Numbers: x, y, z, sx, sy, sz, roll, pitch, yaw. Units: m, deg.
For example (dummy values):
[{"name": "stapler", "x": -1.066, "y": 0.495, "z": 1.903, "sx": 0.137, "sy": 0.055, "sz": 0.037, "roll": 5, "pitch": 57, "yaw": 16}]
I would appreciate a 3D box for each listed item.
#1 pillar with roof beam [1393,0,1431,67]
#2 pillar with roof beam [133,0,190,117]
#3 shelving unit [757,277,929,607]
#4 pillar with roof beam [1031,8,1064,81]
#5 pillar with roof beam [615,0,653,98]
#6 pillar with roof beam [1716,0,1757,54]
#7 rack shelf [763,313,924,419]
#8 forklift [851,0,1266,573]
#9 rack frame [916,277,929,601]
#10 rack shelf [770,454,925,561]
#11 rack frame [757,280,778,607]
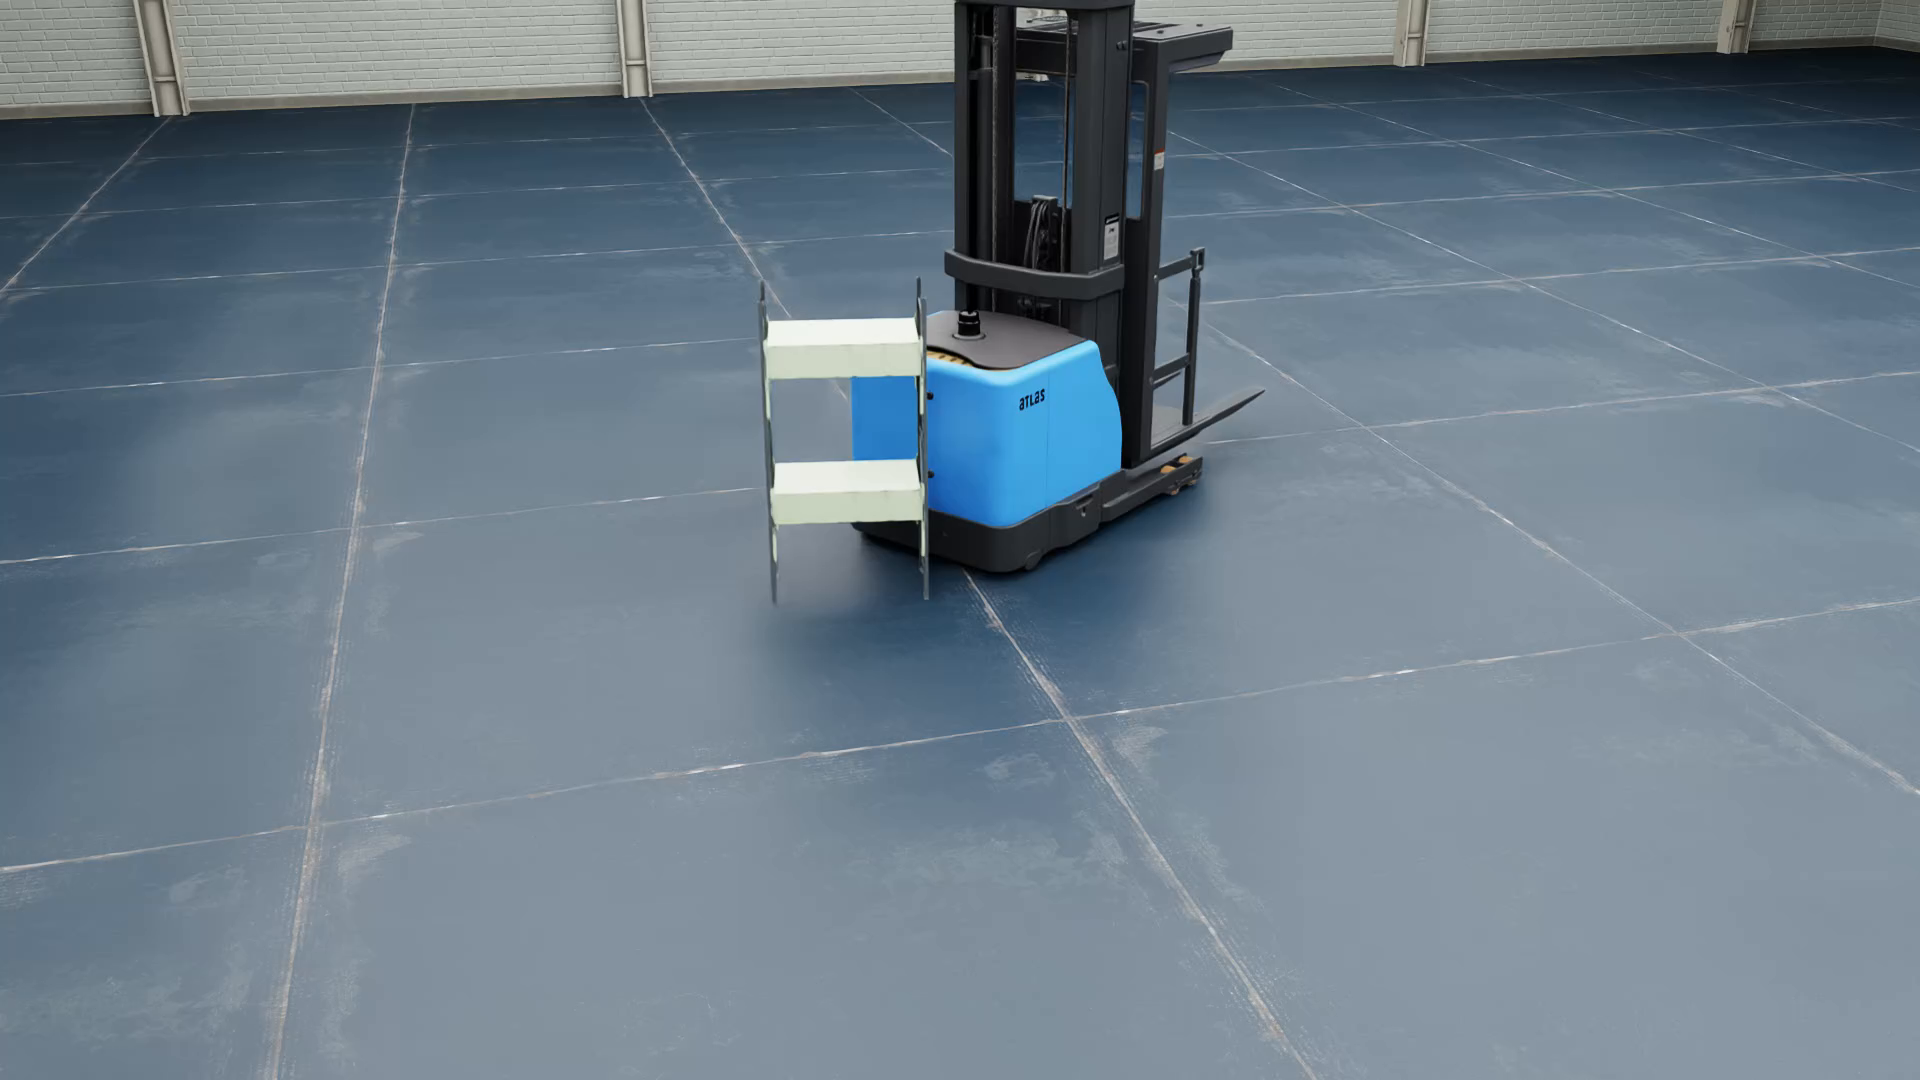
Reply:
[{"name": "pillar with roof beam", "x": 8.218, "y": -9.978, "z": 20.591, "sx": 0.400, "sy": 9.000, "sz": 9.100, "roll": -6, "pitch": 24, "yaw": -14}, {"name": "pillar with roof beam", "x": -9.113, "y": -8.060, "z": 16.123, "sx": 0.400, "sy": 9.000, "sz": 9.100, "roll": -6, "pitch": 24, "yaw": -14}, {"name": "shelving unit", "x": -0.544, "y": -0.460, "z": 7.921, "sx": 0.755, "sy": 1.500, "sz": 0.431, "roll": -2, "pitch": 23, "yaw": -5}, {"name": "pillar with roof beam", "x": 2.441, "y": -9.338, "z": 19.102, "sx": 0.400, "sy": 9.000, "sz": 9.100, "roll": -6, "pitch": 24, "yaw": -14}, {"name": "pillar with roof beam", "x": -3.336, "y": -8.699, "z": 17.612, "sx": 0.400, "sy": 9.000, "sz": 9.100, "roll": -6, "pitch": 24, "yaw": -14}, {"name": "pillar with roof beam", "x": 13.995, "y": -10.617, "z": 22.080, "sx": 0.400, "sy": 9.000, "sz": 9.100, "roll": -6, "pitch": 24, "yaw": -14}, {"name": "rack shelf", "x": -0.544, "y": -0.819, "z": 7.767, "sx": 0.720, "sy": 0.370, "sz": 0.431, "roll": -2, "pitch": 23, "yaw": -5}, {"name": "forklift", "x": 0.726, "y": -1.701, "z": 8.998, "sx": 1.130, "sy": 2.935, "sz": 3.031, "roll": 17, "pitch": 28, "yaw": 34}, {"name": "rack frame", "x": -0.180, "y": -0.473, "z": 7.950, "sx": 0.023, "sy": 1.500, "sz": 0.400, "roll": -2, "pitch": 23, "yaw": -5}, {"name": "rack shelf", "x": -0.544, "y": -0.161, "z": 8.050, "sx": 0.720, "sy": 0.370, "sz": 0.431, "roll": -2, "pitch": 23, "yaw": -5}, {"name": "rack frame", "x": -0.909, "y": -0.448, "z": 7.892, "sx": 0.023, "sy": 1.500, "sz": 0.400, "roll": -2, "pitch": 23, "yaw": -5}]
